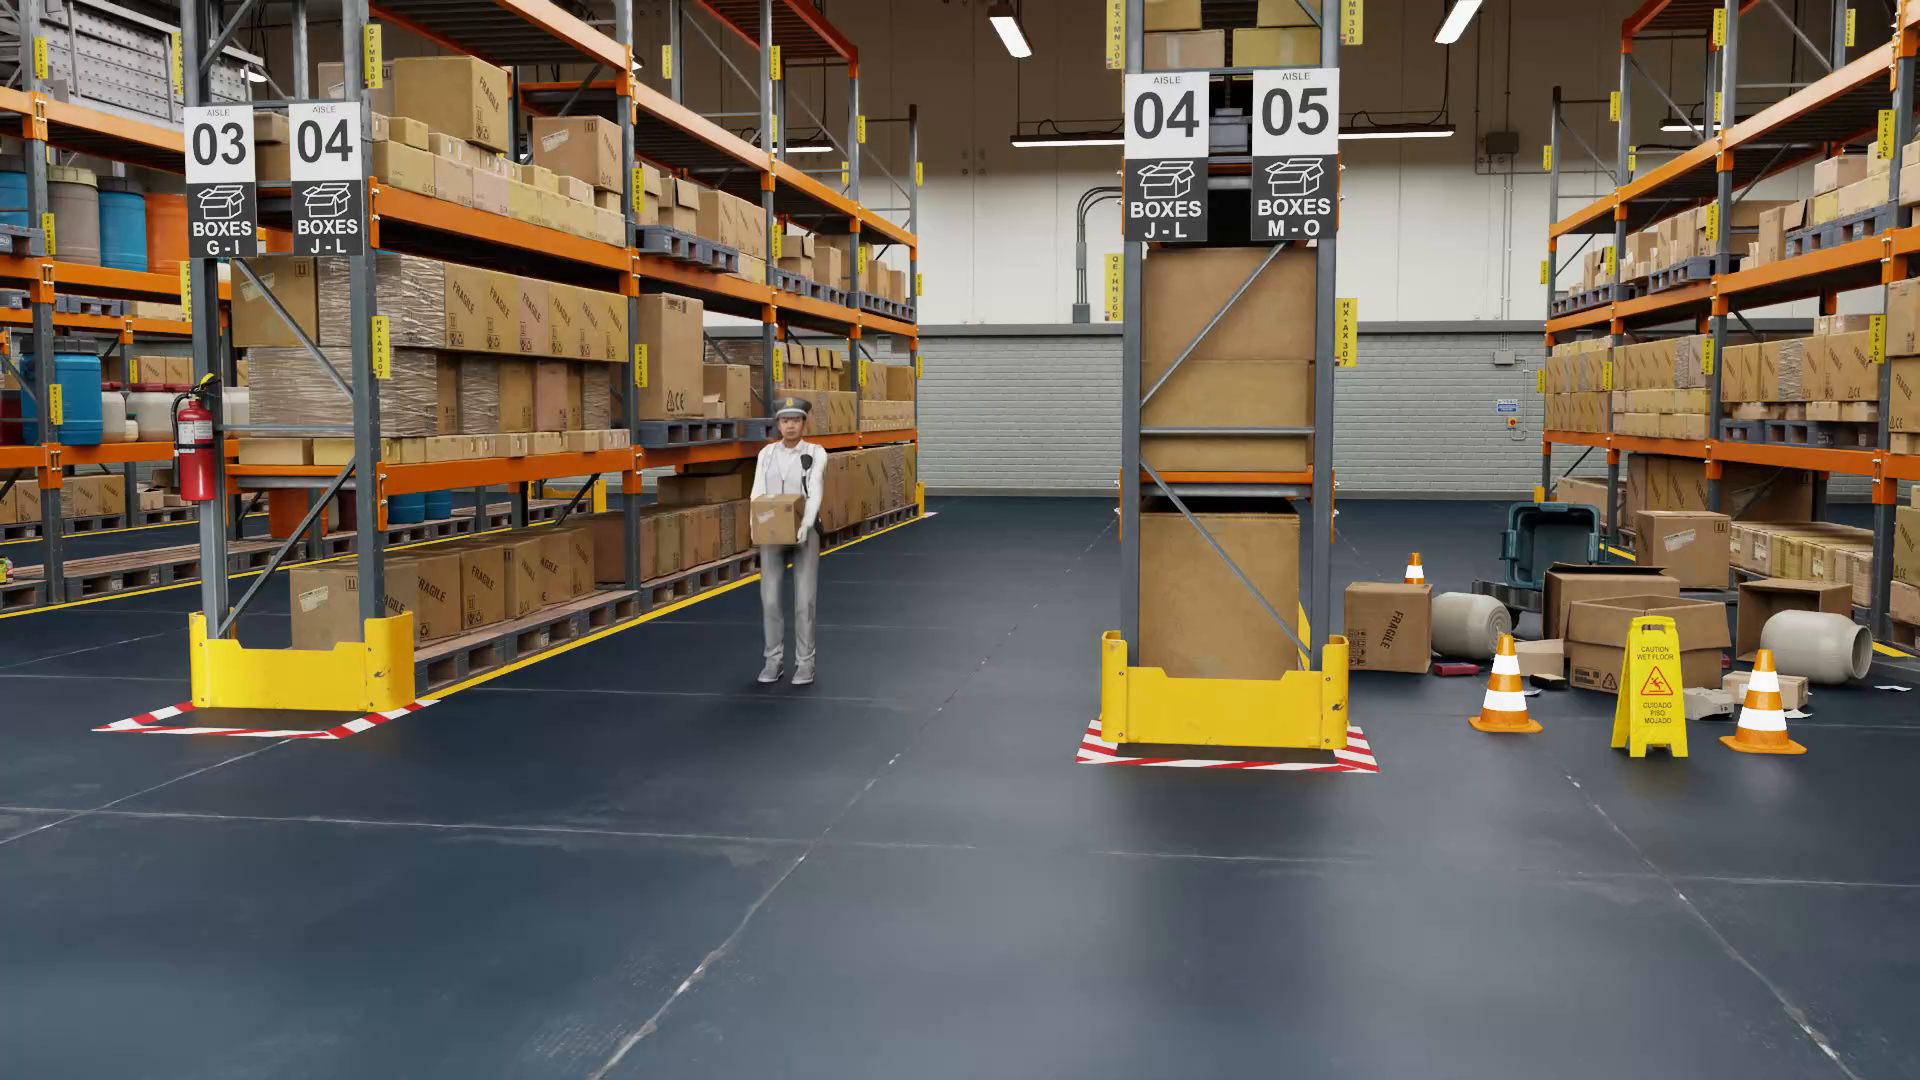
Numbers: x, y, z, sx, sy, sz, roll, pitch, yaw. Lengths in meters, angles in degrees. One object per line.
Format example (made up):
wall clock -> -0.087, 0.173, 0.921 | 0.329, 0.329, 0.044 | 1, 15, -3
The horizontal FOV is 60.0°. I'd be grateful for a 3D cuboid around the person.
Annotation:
person -> -1.017, 0.000, 9.780 | 0.433, 1.691, 0.516 | 1, 5, 8
